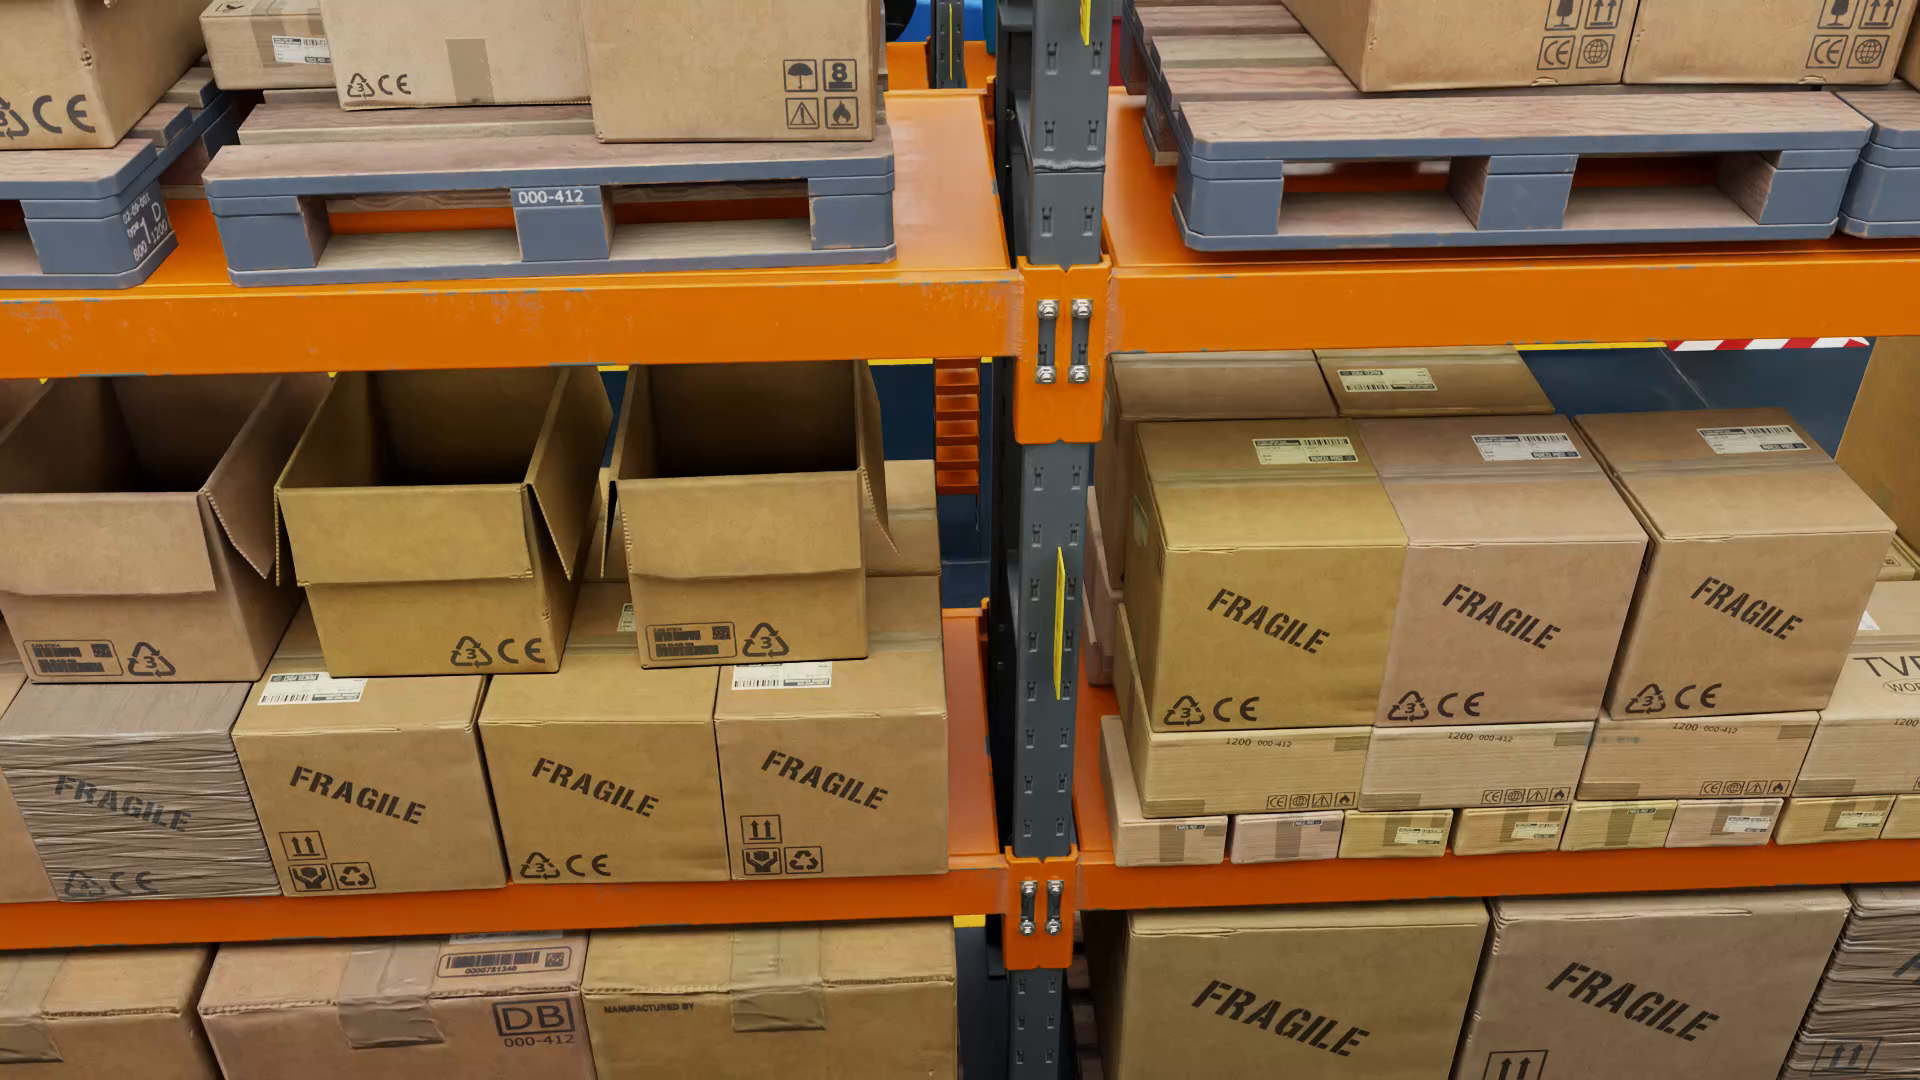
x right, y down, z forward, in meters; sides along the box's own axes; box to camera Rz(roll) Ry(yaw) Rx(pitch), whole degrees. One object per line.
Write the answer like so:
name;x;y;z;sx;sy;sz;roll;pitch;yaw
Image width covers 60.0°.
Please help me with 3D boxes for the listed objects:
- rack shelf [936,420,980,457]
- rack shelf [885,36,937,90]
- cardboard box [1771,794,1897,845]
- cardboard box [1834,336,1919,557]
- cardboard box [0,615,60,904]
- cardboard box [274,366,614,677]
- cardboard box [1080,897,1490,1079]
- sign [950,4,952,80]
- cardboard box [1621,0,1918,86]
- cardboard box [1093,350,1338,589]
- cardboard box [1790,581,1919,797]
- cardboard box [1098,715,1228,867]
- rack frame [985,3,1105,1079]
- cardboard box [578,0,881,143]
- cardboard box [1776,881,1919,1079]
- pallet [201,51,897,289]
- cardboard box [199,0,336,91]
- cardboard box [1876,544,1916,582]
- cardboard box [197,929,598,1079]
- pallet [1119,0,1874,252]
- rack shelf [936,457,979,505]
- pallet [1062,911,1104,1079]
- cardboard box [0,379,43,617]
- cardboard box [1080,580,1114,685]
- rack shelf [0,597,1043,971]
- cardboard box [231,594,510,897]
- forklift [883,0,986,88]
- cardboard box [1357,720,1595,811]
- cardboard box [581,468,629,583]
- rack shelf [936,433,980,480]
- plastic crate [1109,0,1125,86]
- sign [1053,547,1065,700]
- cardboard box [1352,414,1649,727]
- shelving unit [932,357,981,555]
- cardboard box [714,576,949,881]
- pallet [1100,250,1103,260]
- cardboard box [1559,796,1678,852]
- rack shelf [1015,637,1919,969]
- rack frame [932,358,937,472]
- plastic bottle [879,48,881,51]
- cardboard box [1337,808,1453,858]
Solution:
rack shelf;-0.014;-0.456;6.933;0.180;0.103;0.258;-2;35;-2
rack shelf;-2.065;-2.157;8.364;4.000;0.370;1.077;-2;35;-2
cardboard box;2.036;0.550;4.041;0.250;0.149;0.380;-2;35;-4
cardboard box;2.654;-0.278;4.228;0.500;0.500;0.500;-2;35;-4
cardboard box;-2.303;0.485;3.825;0.500;0.500;0.500;-2;35;-3
cardboard box;-1.156;-0.112;3.806;0.637;0.503;0.797;-1;35;-2
cardboard box;0.830;1.037;4.614;0.875;0.875;0.875;-2;35;-2
sign;-0.043;-2.308;7.706;0.005;0.325;0.100;-2;35;-2
cardboard box;1.484;-1.247;3.236;0.500;0.500;0.700;0;35;0
cardboard box;0.614;-0.225;4.151;0.500;0.500;0.500;-1;35;-1
cardboard box;2.156;0.347;3.983;0.500;0.250;0.500;-1;35;-2
cardboard box;0.479;0.593;3.979;0.250;0.149;0.380;-1;35;-2
rack frame;0.167;0.308;4.169;0.127;3.000;1.000;-2;35;-2
cardboard box;-0.411;-1.118;3.136;0.500;0.500;0.700;-1;35;-1
cardboard box;2.618;0.989;4.684;0.875;0.875;0.875;-2;35;-2
pallet;-0.746;-0.794;3.293;1.217;0.209;0.805;-3;35;-4
cardboard box;-1.327;-1.040;3.332;0.250;0.149;0.380;-3;35;-4
cardboard box;2.129;0.046;4.419;0.500;0.250;0.500;-2;35;-3
cardboard box;-1.363;1.062;4.577;0.875;0.875;1.225;-3;35;-4
pallet;0.985;-0.905;3.364;1.213;0.211;1.003;-2;35;-2
rack shelf;-0.014;-0.259;7.070;0.180;0.103;0.258;-2;35;-2
pallet;0.931;1.479;4.928;1.213;0.211;1.003;-2;35;-2
cardboard box;-2.446;-0.064;3.737;0.637;0.503;0.797;-1;35;-1
cardboard box;0.456;0.217;4.521;0.250;0.149;0.380;-1;35;-2
rack shelf;-1.830;0.658;4.296;4.000;0.370;1.077;-2;35;-2
cardboard box;-1.303;0.462;3.858;0.500;0.500;0.500;-2;35;-3
forklift;-0.842;-4.011;10.470;3.031;2.935;1.130;7;35;10
cardboard box;1.146;0.373;3.945;0.500;0.250;0.500;-2;35;-2
cardboard box;-0.806;0.151;4.307;0.500;0.500;0.500;-1;35;-2
rack shelf;-0.014;-0.358;7.002;0.180;0.103;0.258;-2;35;-2
plastic crate;0.837;-2.440;8.030;0.583;0.464;0.402;-2;35;-2
sign;0.203;0.173;3.416;0.005;0.325;0.100;-2;35;-2
cardboard box;1.150;0.063;3.735;0.500;0.500;0.500;-2;35;-2
shelving unit;-0.014;-0.493;6.908;0.189;1.200;0.258;-2;35;-2
cardboard box;-0.287;0.435;3.898;0.500;0.500;0.500;-1;35;-2
pallet;0.666;-1.402;9.091;1.213;0.211;1.003;-2;35;-2
cardboard box;1.522;0.563;4.021;0.250;0.149;0.380;-2;35;-3
rack shelf;2.165;0.550;4.451;4.000;0.370;1.077;-2;35;-2
rack frame;-0.106;-0.491;6.904;0.006;1.200;0.240;-2;35;-2
plastic bottle;-0.445;-2.262;7.991;0.135;0.276;0.152;-2;35;-2
cardboard box;1.004;0.578;4.000;0.250;0.149;0.380;0;35;-1
